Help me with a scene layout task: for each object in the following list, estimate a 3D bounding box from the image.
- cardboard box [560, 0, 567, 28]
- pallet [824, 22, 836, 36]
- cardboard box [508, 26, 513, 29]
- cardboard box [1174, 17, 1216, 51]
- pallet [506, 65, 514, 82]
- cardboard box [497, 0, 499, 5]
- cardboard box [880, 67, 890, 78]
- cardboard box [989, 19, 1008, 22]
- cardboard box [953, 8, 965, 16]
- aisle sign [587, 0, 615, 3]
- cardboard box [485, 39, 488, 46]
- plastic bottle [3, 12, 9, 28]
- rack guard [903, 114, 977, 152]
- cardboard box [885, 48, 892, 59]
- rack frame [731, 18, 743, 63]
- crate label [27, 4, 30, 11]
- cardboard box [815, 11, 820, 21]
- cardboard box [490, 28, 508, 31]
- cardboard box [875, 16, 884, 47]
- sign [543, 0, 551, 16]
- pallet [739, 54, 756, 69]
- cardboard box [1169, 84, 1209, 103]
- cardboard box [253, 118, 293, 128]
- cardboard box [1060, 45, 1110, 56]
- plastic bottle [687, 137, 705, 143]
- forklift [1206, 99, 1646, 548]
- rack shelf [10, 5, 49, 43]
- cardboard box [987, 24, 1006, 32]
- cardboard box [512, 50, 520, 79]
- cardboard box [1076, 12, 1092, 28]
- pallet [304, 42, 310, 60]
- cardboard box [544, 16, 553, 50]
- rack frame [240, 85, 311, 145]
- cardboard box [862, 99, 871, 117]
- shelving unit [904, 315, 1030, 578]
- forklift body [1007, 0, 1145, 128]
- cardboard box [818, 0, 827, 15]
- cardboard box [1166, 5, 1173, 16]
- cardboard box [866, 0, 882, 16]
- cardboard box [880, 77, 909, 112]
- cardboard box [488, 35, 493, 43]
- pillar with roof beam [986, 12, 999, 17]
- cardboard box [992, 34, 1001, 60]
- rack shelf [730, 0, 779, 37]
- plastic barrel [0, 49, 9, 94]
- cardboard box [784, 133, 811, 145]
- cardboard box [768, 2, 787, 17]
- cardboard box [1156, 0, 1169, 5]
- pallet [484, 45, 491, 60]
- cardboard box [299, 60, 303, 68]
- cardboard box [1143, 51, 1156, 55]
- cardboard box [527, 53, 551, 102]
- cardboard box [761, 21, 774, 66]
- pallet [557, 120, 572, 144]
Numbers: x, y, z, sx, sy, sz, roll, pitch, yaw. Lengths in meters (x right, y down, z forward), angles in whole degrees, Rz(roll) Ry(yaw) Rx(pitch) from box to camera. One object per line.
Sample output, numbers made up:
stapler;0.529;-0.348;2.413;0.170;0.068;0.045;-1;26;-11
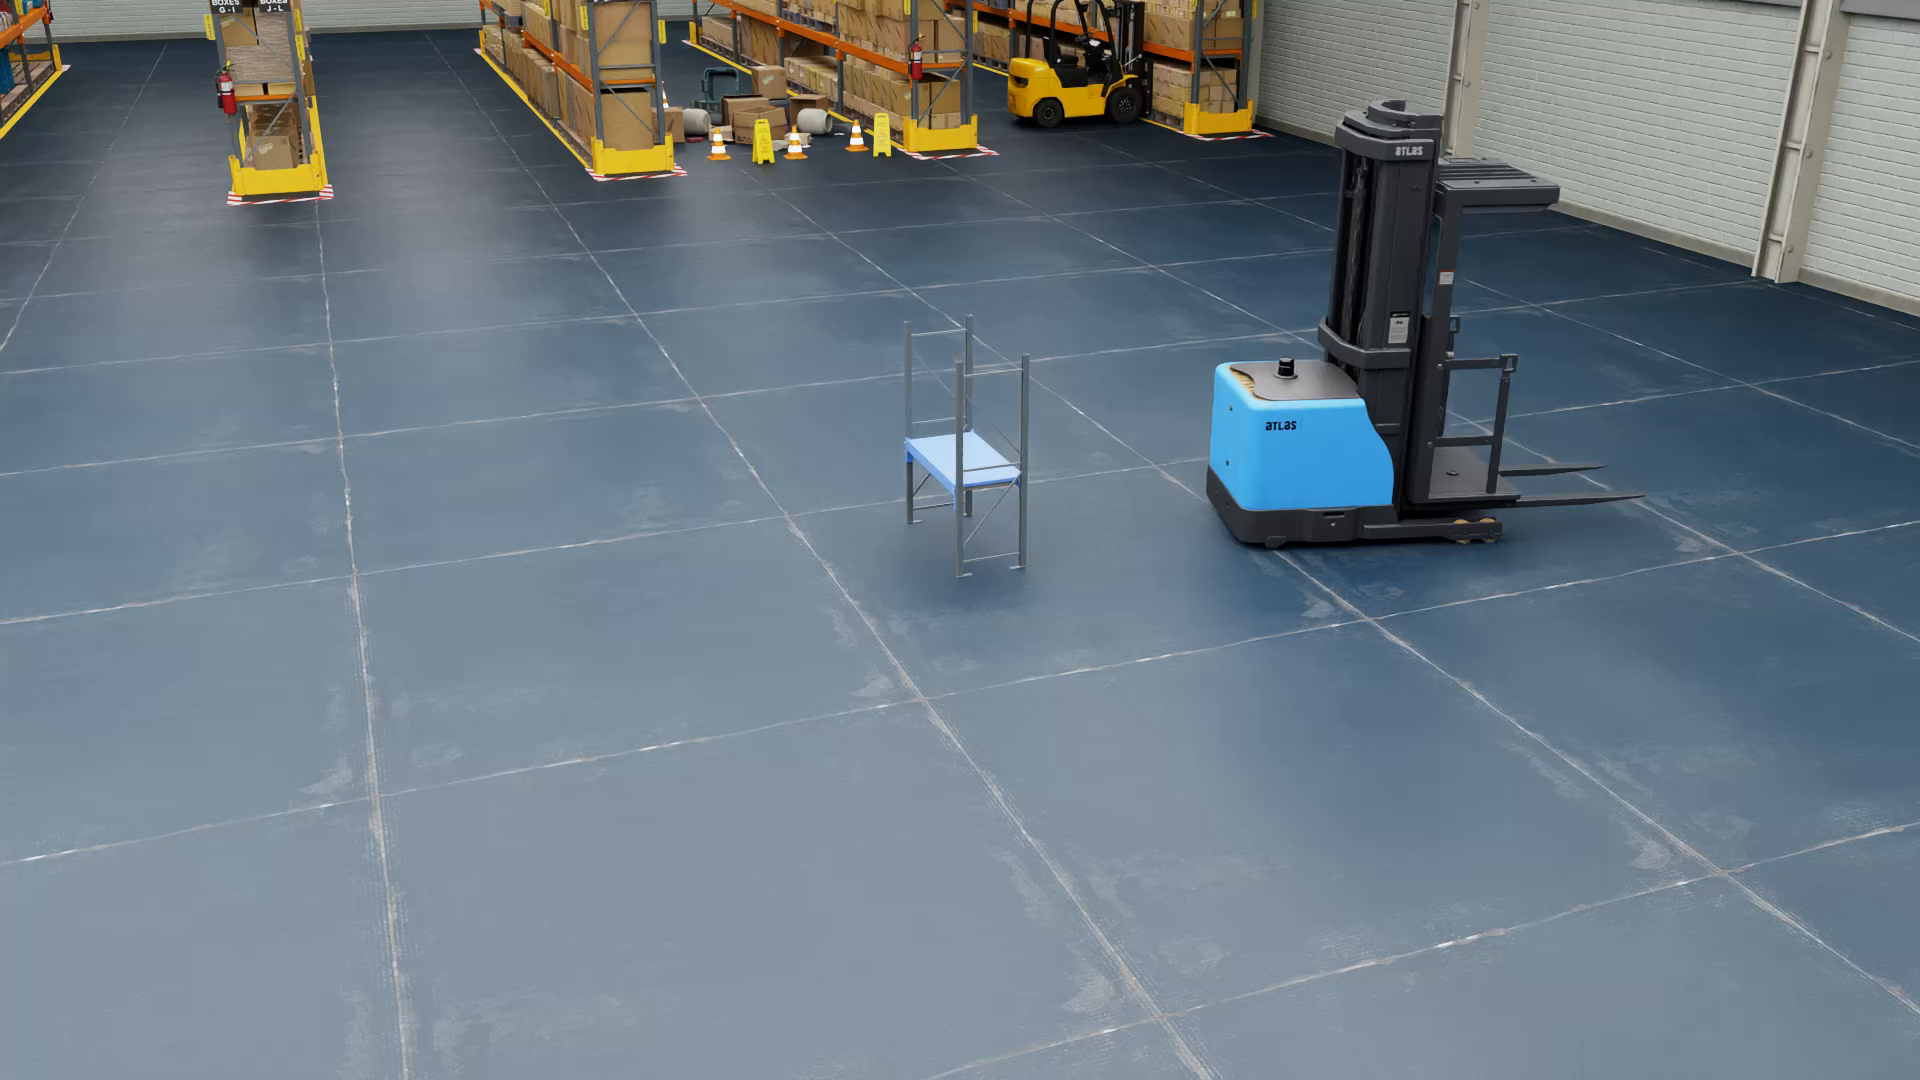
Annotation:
cardboard box;-5.829;-8.405;26.245;0.875;0.550;0.550;-8;24;-19
pallet;-1.831;-9.301;30.202;1.003;0.211;1.213;-8;24;-19
cardboard box;-10.072;-11.633;37.852;0.380;0.149;0.250;-8;24;-18
cardboard box;3.939;-8.509;27.948;0.500;0.500;0.500;-9;24;-20
pallet;-8.842;-9.715;34.527;1.003;0.211;1.213;-8;24;-19
cardboard box;-9.043;-10.779;33.244;0.380;0.149;0.250;-9;25;-21
cardboard box;-1.089;-7.680;27.309;0.380;0.149;0.250;-8;24;-18
cardboard box;0.873;-11.548;37.130;0.380;0.149;0.250;-8;24;-18
cardboard box;0.054;-12.000;37.818;0.380;0.149;0.250;-9;24;-20
aisle sign;-5.135;-8.053;23.648;0.394;0.787;0.004;-8;24;-19
cardboard box;-10.646;-11.381;38.021;0.380;0.149;0.250;-8;24;-18
plastic bottle;-17.862;-9.729;31.120;0.061;0.283;0.133;-8;24;-19
rack guard;-0.311;-6.514;26.561;1.175;0.500;0.348;-8;24;-19
cardboard box;-0.999;-7.891;26.934;0.380;0.149;0.250;-8;24;-18
rack frame;-4.523;-11.998;36.355;1.000;3.000;0.127;-8;24;-19
crate label;-19.173;-10.842;33.874;0.396;0.136;0.243;-8;24;-19
cardboard box;-2.432;-9.597;30.441;0.380;0.149;0.250;-8;24;-19
cardboard box;-10.320;-11.381;37.255;0.380;0.149;0.250;-10;25;-22
cardboard box;-1.079;-8.346;27.177;0.500;0.500;0.500;-8;24;-19
sign;-6.796;-8.795;27.365;0.100;0.325;0.005;-8;24;-19
pallet;-4.180;-10.443;36.256;1.003;0.211;1.213;-8;24;-19
cardboard box;3.894;-7.611;28.302;0.500;0.250;0.500;-9;24;-20
cardboard box;-10.207;-5.992;24.782;0.500;0.500;0.500;-6;24;-14
cardboard box;2.484;-9.344;32.575;0.875;0.625;0.625;-9;24;-20
plastic bottle;-4.325;-6.563;27.242;0.283;0.061;0.133;-18;29;-37
forklift;3.383;-1.528;11.601;3.031;2.935;1.130;-3;23;-6
rack shelf;-19.134;-10.354;33.380;1.077;0.370;4.000;-8;24;-19
cardboard box;0.804;-11.102;36.071;0.380;0.149;0.250;-9;24;-20
cardboard box;-8.564;-9.453;32.994;0.500;0.500;0.500;-9;25;-21
cardboard box;2.523;-9.852;31.456;0.500;0.250;0.500;-8;24;-18
pallet;-11.102;-7.941;26.976;1.003;0.211;1.213;-8;24;-19
cardboard box;-6.727;-8.575;28.103;0.500;0.500;0.500;-8;24;-19
rack frame;-10.968;-7.732;26.232;1.000;3.000;0.127;-8;24;-19
cardboard box;-1.352;-7.382;28.401;0.500;0.250;0.500;-9;24;-20
shelving unit;0.030;-0.660;11.385;0.538;1.500;1.048;-8;24;-19
forklift body;1.982;-8.368;28.835;2.313;2.155;1.214;-8;24;-19
cardboard box;-2.251;-9.785;30.050;0.500;0.500;0.500;-8;24;-19
cardboard box;3.744;-9.036;28.363;0.380;0.149;0.250;-9;24;-19
cardboard box;-1.117;-8.794;26.953;0.700;0.500;0.500;-9;24;-20
cardboard box;-0.998;-7.355;27.371;0.500;0.500;0.500;-7;24;-17
cardboard box;-10.384;-11.235;37.291;0.380;0.149;0.250;-8;24;-17
pillar with roof beam;-3.311;-15.231;36.301;9.100;9.000;0.400;-8;24;-19
cardboard box;1.015;-10.576;35.659;0.500;0.500;0.500;-9;24;-20
rack shelf;-3.817;-10.940;34.771;1.077;0.370;4.000;-8;24;-19
plastic barrel;-18.001;-8.728;30.758;0.600;0.901;0.708;-8;24;-19
cardboard box;-2.636;-6.523;27.035;0.380;0.149;0.250;4;23;9
cardboard box;-3.532;-10.624;33.287;0.500;0.250;0.500;-9;25;-21
cardboard box;3.587;-9.261;28.513;0.380;0.149;0.250;-8;24;-18
pallet;-10.251;-11.123;37.869;1.003;0.211;1.213;-8;24;-19
cardboard box;-10.313;-7.311;25.559;0.380;0.149;0.250;-8;24;-19
cardboard box;3.493;-8.827;30.542;0.500;0.250;0.500;-9;24;-20
cardboard box;-7.262;-8.435;30.257;1.050;0.750;0.750;-8;24;-18
cardboard box;-3.587;-10.346;34.631;0.875;0.875;0.875;-8;24;-18
pallet;-6.097;-6.804;27.620;1.003;0.211;1.213;-8;24;-19
